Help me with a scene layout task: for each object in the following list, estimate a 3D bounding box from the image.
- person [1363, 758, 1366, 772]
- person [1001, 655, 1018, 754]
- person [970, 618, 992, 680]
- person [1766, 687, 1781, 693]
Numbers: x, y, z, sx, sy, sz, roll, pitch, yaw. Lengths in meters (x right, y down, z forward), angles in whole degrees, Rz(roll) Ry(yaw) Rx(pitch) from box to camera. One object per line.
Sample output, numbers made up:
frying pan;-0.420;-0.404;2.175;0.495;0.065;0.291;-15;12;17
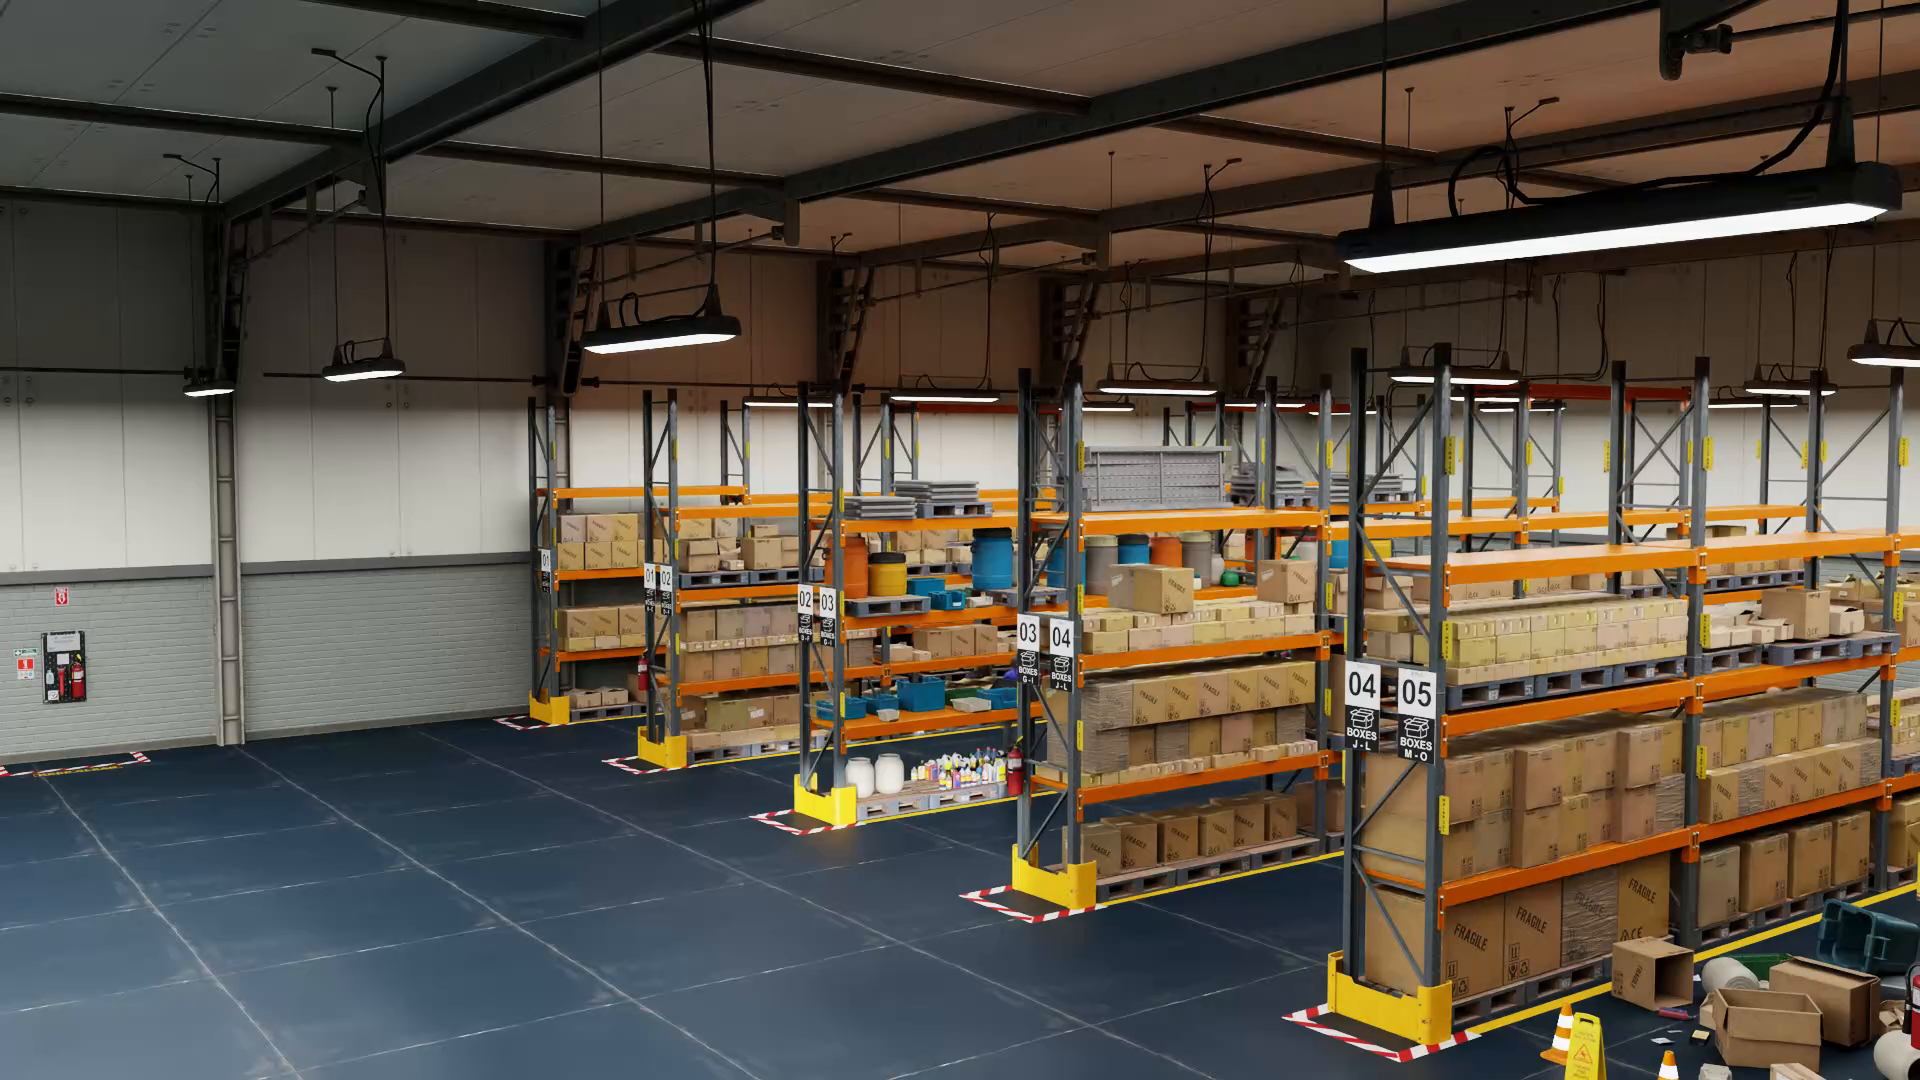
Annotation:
person;6.286;2.777;25.470;0.442;1.768;0.675;2;4;27
person;0.905;2.715;27.699;0.457;1.655;0.566;0;3;-2
person;0.460;2.038;34.555;0.401;1.723;0.574;2;4;27
person;11.215;2.935;23.003;0.413;1.823;0.590;1;4;19
